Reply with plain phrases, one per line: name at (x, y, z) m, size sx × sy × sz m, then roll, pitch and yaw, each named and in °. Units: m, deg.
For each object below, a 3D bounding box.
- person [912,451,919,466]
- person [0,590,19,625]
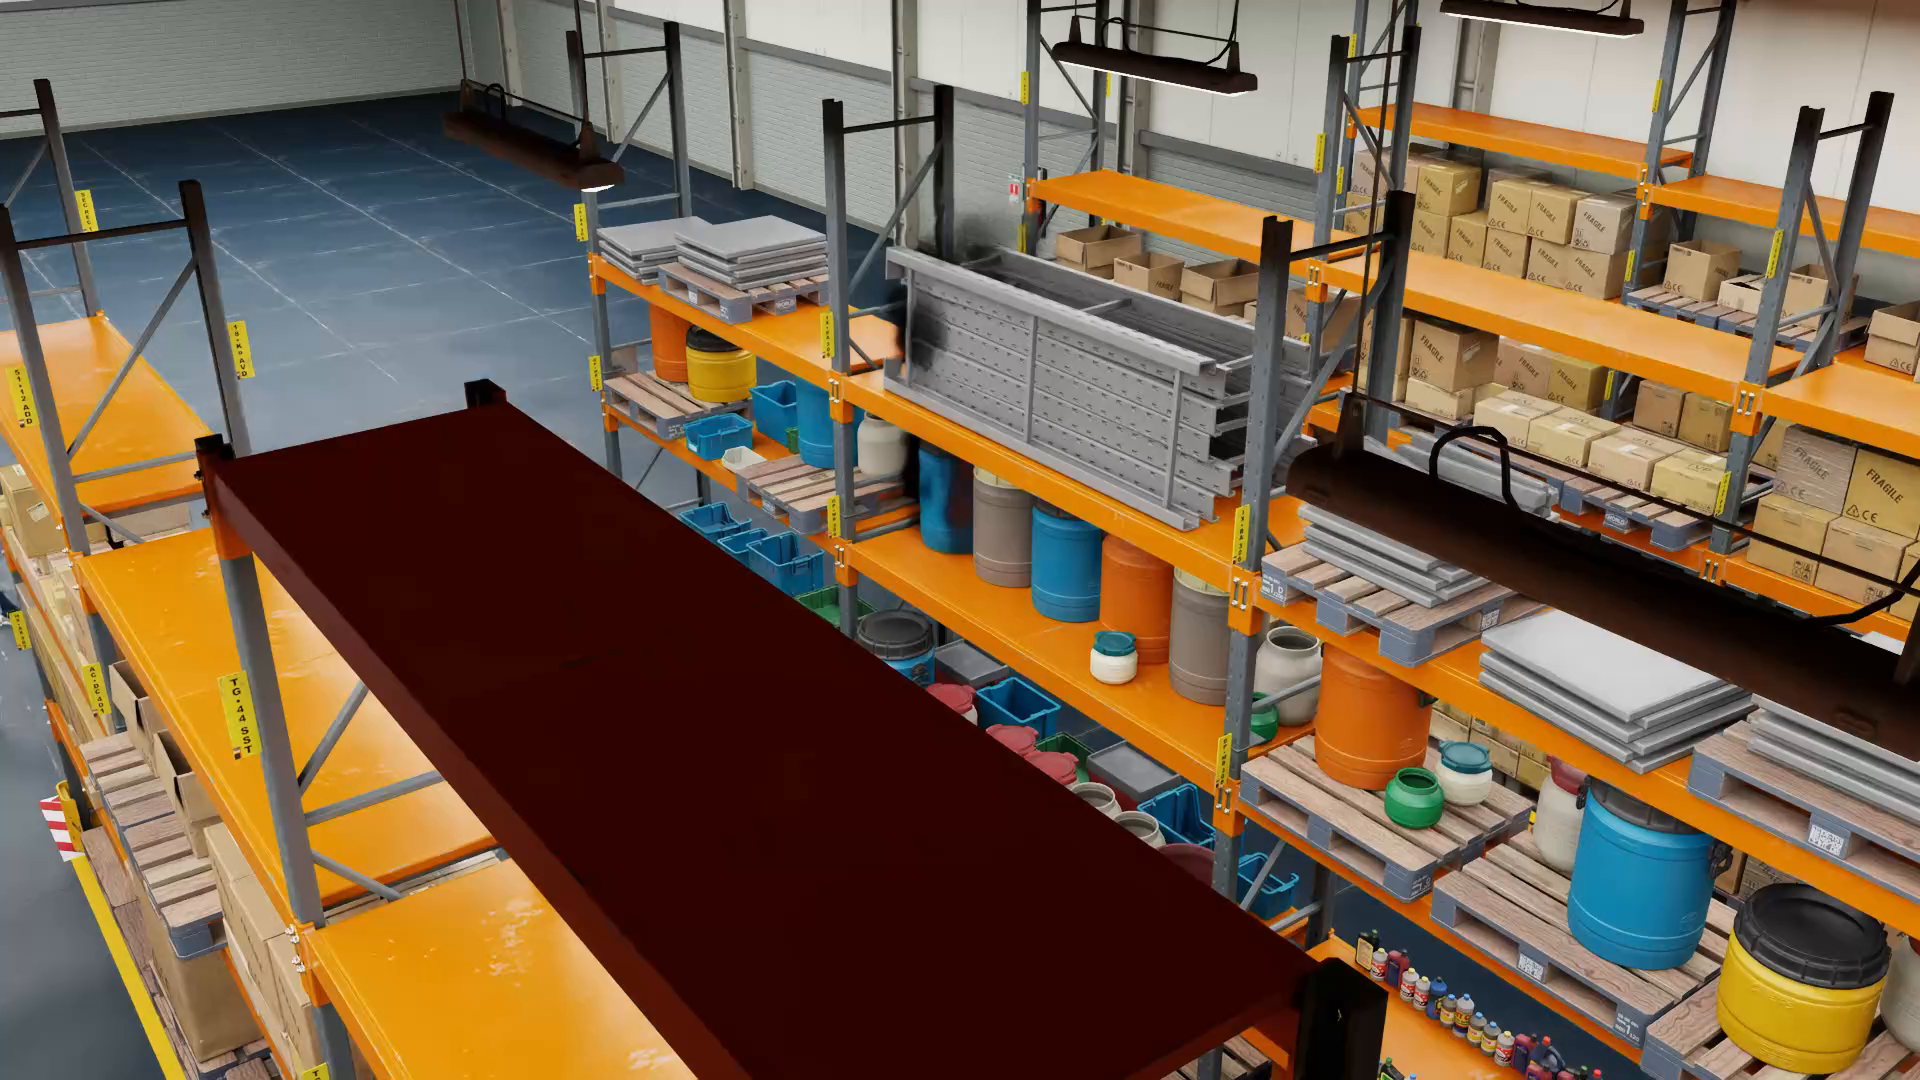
person at (-0.855, -1.321, 19.991) m, size 0.878 × 1.619 × 0.568 m, roll -8°, pitch 26°, yaw -17°
person at (-9.963, 0.156, 16.736) m, size 0.625 × 1.585 × 0.519 m, roll -6°, pitch 25°, yaw -13°
